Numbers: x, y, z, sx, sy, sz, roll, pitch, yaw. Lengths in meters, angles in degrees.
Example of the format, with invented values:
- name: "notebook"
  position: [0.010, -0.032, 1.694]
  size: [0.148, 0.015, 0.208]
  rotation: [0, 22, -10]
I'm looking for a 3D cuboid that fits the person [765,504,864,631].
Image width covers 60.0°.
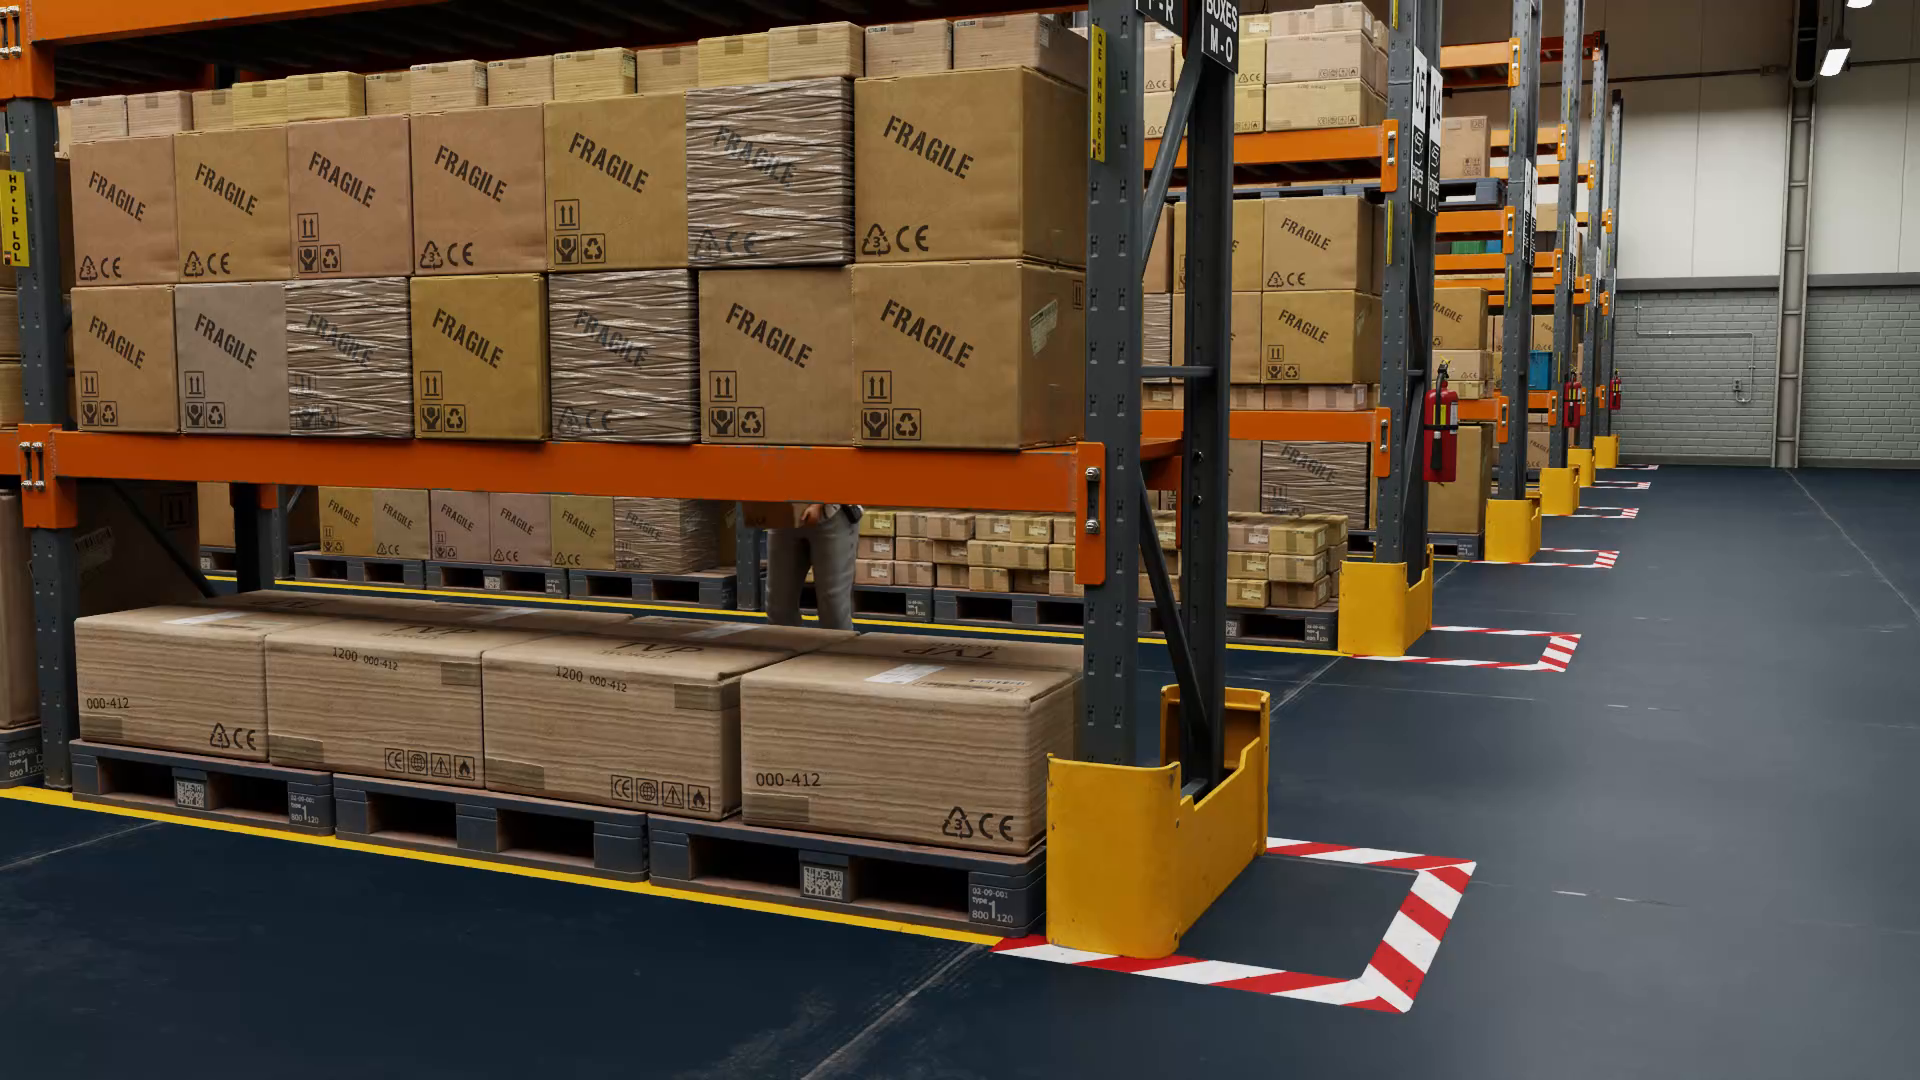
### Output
- name: "person"
  position: [-0.675, -0.048, 7.287]
  size: [0.454, 1.655, 0.536]
  rotation: [2, 6, 23]
